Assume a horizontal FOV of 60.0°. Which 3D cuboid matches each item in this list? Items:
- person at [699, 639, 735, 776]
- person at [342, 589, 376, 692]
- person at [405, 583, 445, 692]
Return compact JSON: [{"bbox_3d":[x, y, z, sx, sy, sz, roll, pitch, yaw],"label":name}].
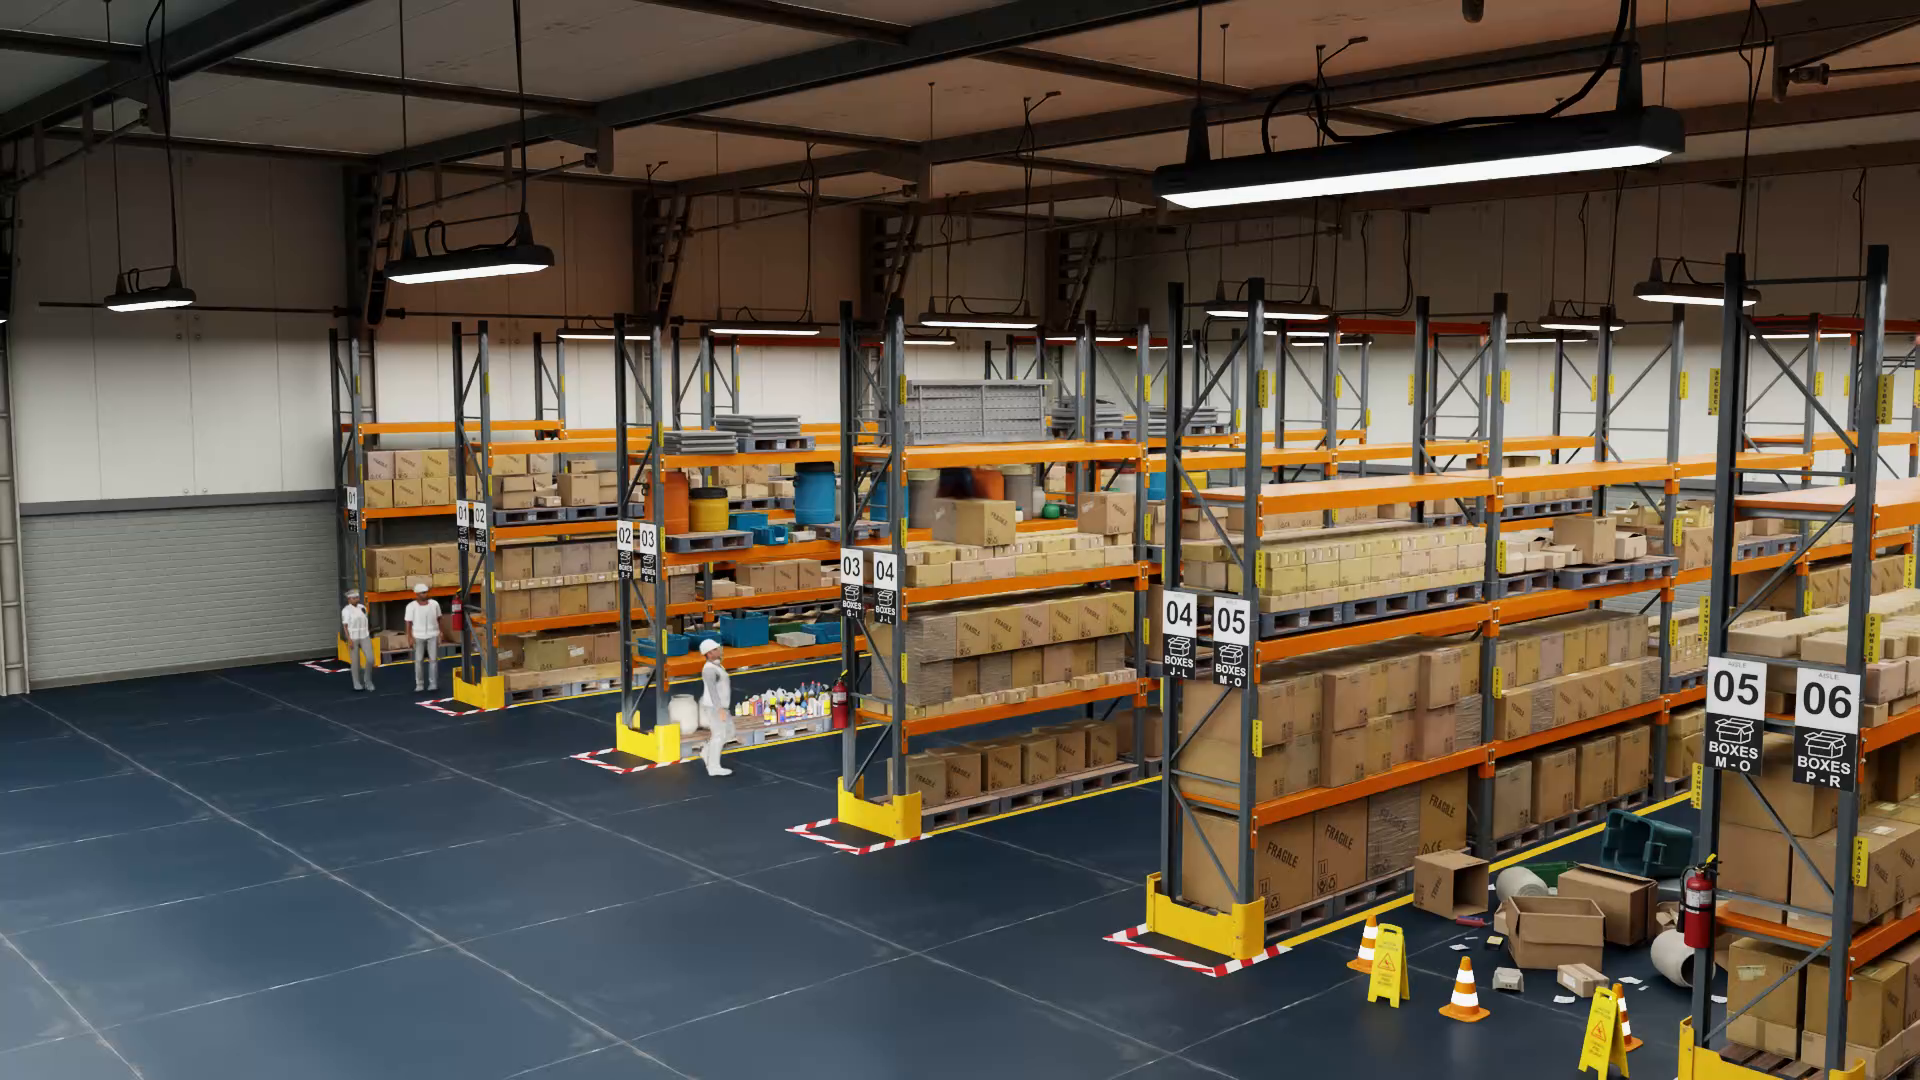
[{"bbox_3d":[-3.141,2.151,21.504,0.473,1.759,0.588,-1,6,-10],"label":"person"},{"bbox_3d":[-9.837,1.646,27.165,0.463,1.707,0.495,-4,7,-32],"label":"person"},{"bbox_3d":[-8.771,1.590,27.282,0.614,1.779,0.375,-2,6,-18],"label":"person"}]
